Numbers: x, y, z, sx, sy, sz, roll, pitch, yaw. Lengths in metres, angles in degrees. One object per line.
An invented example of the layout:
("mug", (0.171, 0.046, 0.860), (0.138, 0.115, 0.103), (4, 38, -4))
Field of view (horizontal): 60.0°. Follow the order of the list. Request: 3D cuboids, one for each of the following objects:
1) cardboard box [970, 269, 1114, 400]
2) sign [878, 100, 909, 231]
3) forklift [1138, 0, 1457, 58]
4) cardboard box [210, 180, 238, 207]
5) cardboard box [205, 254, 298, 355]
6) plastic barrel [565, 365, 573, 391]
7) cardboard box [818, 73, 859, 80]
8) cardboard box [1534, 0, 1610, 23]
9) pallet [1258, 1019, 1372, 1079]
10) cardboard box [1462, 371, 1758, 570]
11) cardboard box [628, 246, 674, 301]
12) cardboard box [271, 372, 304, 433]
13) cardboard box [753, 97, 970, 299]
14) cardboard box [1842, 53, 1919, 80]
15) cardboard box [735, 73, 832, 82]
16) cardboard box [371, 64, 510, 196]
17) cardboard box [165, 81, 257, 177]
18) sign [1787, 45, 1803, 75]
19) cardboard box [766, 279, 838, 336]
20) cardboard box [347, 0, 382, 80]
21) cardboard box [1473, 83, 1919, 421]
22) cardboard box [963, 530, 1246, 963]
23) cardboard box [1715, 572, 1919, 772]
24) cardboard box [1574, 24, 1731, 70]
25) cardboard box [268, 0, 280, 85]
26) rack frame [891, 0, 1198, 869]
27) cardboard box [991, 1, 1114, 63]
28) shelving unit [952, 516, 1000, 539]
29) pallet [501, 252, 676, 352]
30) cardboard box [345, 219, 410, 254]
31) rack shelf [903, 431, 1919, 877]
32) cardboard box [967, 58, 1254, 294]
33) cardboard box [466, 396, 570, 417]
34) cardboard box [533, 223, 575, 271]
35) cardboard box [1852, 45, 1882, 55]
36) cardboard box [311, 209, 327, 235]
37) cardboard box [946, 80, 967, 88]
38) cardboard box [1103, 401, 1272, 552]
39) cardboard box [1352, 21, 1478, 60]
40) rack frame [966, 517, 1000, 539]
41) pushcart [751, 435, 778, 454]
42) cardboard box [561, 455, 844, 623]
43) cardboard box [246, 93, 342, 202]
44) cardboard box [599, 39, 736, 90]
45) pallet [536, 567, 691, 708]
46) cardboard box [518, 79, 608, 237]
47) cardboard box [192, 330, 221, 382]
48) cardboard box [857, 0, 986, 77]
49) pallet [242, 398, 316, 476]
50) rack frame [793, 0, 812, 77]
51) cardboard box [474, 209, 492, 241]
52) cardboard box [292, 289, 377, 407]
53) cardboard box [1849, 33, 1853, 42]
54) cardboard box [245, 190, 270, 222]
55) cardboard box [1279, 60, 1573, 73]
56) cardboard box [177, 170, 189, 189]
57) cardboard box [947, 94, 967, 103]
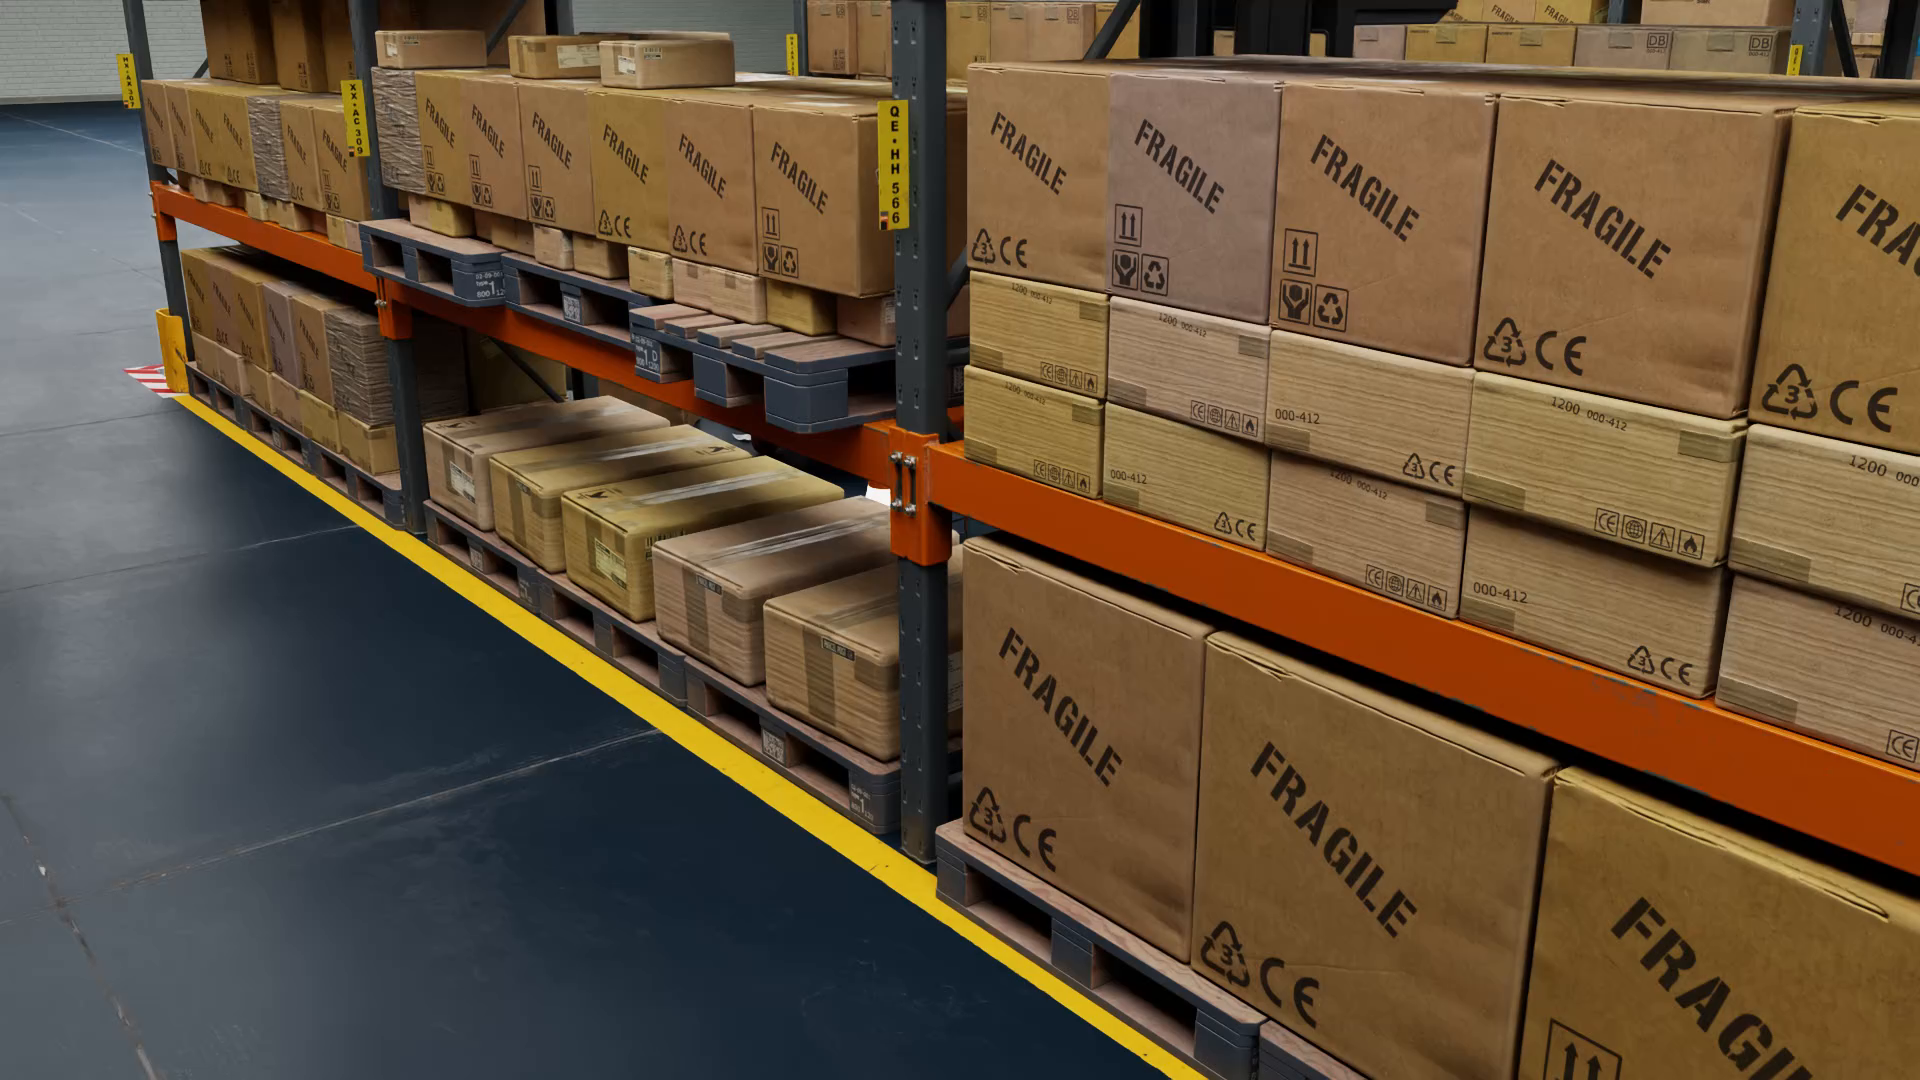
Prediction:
("cardboard box", (0.372, -0.556, 4.214), (0.500, 0.250, 0.500), (-14, 23, -36))
("sign", (-0.168, -0.967, 4.295), (0.100, 0.325, 0.005), (-14, 23, -36))
("forklift", (1.680, -1.693, 8.314), (3.031, 2.935, 1.130), (-11, 21, -29))
("cardboard box", (-4.090, -2.022, 9.596), (0.380, 0.149, 0.250), (-13, 22, -35))
("cardboard box", (-4.088, -1.398, 9.826), (0.500, 0.500, 0.500), (-15, 24, -38))
("plastic barrel", (-2.247, -1.098, 10.505), (0.512, 0.421, 0.421), (1, 18, 2))
("cardboard box", (-0.632, -3.514, 13.465), (0.875, 0.550, 0.550), (-14, 23, -36))
("cardboard box", (5.041, -4.204, 13.563), (0.500, 0.500, 0.500), (-14, 23, -36))
("pallet", (1.435, 1.270, 3.692), (1.003, 0.211, 1.213), (-14, 23, -36))
("cardboard box", (1.297, -0.176, 3.066), (0.500, 0.250, 0.500), (-13, 23, -35))
("cardboard box", (-0.883, -0.912, 5.577), (0.380, 0.149, 0.250), (-13, 23, -35))
("cardboard box", (-3.461, -0.792, 9.188), (0.500, 0.250, 0.500), (-14, 23, -35))
("cardboard box", (-0.249, -1.009, 4.838), (0.500, 0.500, 0.500), (-15, 23, -38))
("cardboard box", (6.685, -3.322, 12.292), (0.797, 0.503, 0.637), (-11, 21, -31))
("cardboard box", (-0.815, -1.489, 6.286), (0.500, 0.500, 0.500), (-15, 24, -38))
("cardboard box", (-2.166, -1.766, 7.122), (0.500, 0.500, 0.500), (-13, 23, -35))
("cardboard box", (-4.315, -2.425, 9.783), (0.500, 0.500, 0.500), (-13, 22, -34))
("sign", (3.636, -1.995, 7.273), (0.100, 0.325, 0.005), (-14, 23, -36))
("cardboard box", (-0.360, -0.730, 5.027), (0.380, 0.149, 0.250), (-14, 23, -35))
("cardboard box", (-2.635, -2.493, 8.397), (0.700, 0.500, 0.500), (-14, 23, -36))
("cardboard box", (1.301, -0.540, 2.973), (0.500, 0.500, 0.500), (-14, 23, -35))
("cardboard box", (0.615, 0.432, 4.497), (0.875, 0.875, 0.875), (-14, 23, -37))
("cardboard box", (1.645, 0.178, 2.790), (0.500, 0.250, 0.500), (-15, 23, -38))
("cardboard box", (3.483, -2.313, 8.327), (0.700, 0.500, 0.500), (-14, 23, -37))
("cardboard box", (-3.522, -2.883, 9.574), (0.700, 0.500, 0.500), (-14, 23, -37))
("rack frame", (0.251, -0.563, 4.792), (1.000, 3.000, 0.127), (-14, 23, -36))
("cardboard box", (0.723, -3.494, 11.686), (0.875, 0.550, 0.550), (-14, 23, -36))
("shelving unit", (0.033, -0.485, 7.658), (0.215, 1.050, 0.252), (-14, 23, -36))
("pallet", (-1.010, -0.952, 6.271), (1.003, 0.211, 1.213), (-14, 23, -36))
("cardboard box", (-2.671, -1.449, 7.867), (0.380, 0.149, 0.250), (-14, 23, -37))
("rack shelf", (1.493, 0.271, 3.417), (1.077, 0.370, 4.000), (-14, 23, -36))
("cardboard box", (0.366, -0.916, 4.108), (0.500, 0.500, 0.500), (-15, 23, -38))
("cardboard box", (-2.387, -0.641, 8.733), (0.500, 0.250, 0.500), (-15, 24, -39))
("cardboard box", (-1.349, -1.105, 6.158), (0.380, 0.149, 0.250), (-13, 22, -34))
("cardboard box", (11.734, -6.079, 21.291), (0.700, 0.500, 0.500), (-14, 23, -36))
("cardboard box", (-3.075, -1.653, 8.483), (0.380, 0.149, 0.250), (-14, 23, -37))
("cardboard box", (0.337, -3.098, 12.208), (0.875, 0.550, 0.500), (-14, 23, -36))
("cardboard box", (0.691, -0.199, 3.931), (0.500, 0.250, 0.500), (-15, 23, -38))
("cardboard box", (2.533, -2.690, 9.465), (0.700, 0.500, 0.500), (-14, 23, -36))
("rack frame", (0.109, -0.455, 7.567), (0.200, 1.050, 0.008), (-14, 23, -36))
("pushcart", (-0.476, -0.761, 9.562), (0.936, 0.377, 1.648), (11, 21, 30))
("cardboard box", (-1.022, -0.025, 6.677), (0.950, 0.372, 0.625), (-13, 22, -34))
("cardboard box", (-3.354, -2.051, 8.653), (0.500, 0.500, 0.500), (-13, 22, -35))
("cardboard box", (-0.986, -1.607, 5.613), (0.380, 0.149, 0.250), (-15, 24, -39))
("pallet", (-0.986, 0.267, 6.720), (1.003, 0.211, 1.213), (-14, 23, -36))
("cardboard box", (-1.231, -1.393, 5.998), (0.500, 0.500, 0.500), (-15, 24, -38))
("cardboard box", (-4.432, -1.176, 10.348), (0.500, 0.250, 0.500), (-14, 23, -37))
("cardboard box", (-0.284, -3.893, 12.891), (0.875, 0.550, 0.550), (-14, 23, -36))
("pallet", (-3.439, -0.685, 9.594), (1.003, 0.211, 1.213), (-14, 23, -36))
("rack frame", (-0.898, -3.526, 13.738), (1.000, 3.000, 0.127), (-14, 23, -36))
("cardboard box", (-1.753, -1.313, 6.788), (0.380, 0.149, 0.250), (-12, 22, -33))
("cardboard box", (-3.127, -1.017, 8.676), (0.500, 0.500, 0.500), (-13, 23, -35))
("cardboard box", (11.370, -6.429, 21.315), (0.380, 0.149, 0.250), (-14, 23, -37))
("cardboard box", (-3.628, -1.824, 9.000), (0.380, 0.149, 0.250), (-14, 23, -36))
("cardboard box", (1.102, -0.884, 4.011), (0.500, 0.500, 0.500), (-13, 23, -35))
("cardboard box", (-4.667, -2.291, 10.410), (0.380, 0.149, 0.250), (-14, 23, -36))
("cardboard box", (0.153, -1.107, 5.135), (0.500, 0.500, 0.500), (-15, 23, -38))
